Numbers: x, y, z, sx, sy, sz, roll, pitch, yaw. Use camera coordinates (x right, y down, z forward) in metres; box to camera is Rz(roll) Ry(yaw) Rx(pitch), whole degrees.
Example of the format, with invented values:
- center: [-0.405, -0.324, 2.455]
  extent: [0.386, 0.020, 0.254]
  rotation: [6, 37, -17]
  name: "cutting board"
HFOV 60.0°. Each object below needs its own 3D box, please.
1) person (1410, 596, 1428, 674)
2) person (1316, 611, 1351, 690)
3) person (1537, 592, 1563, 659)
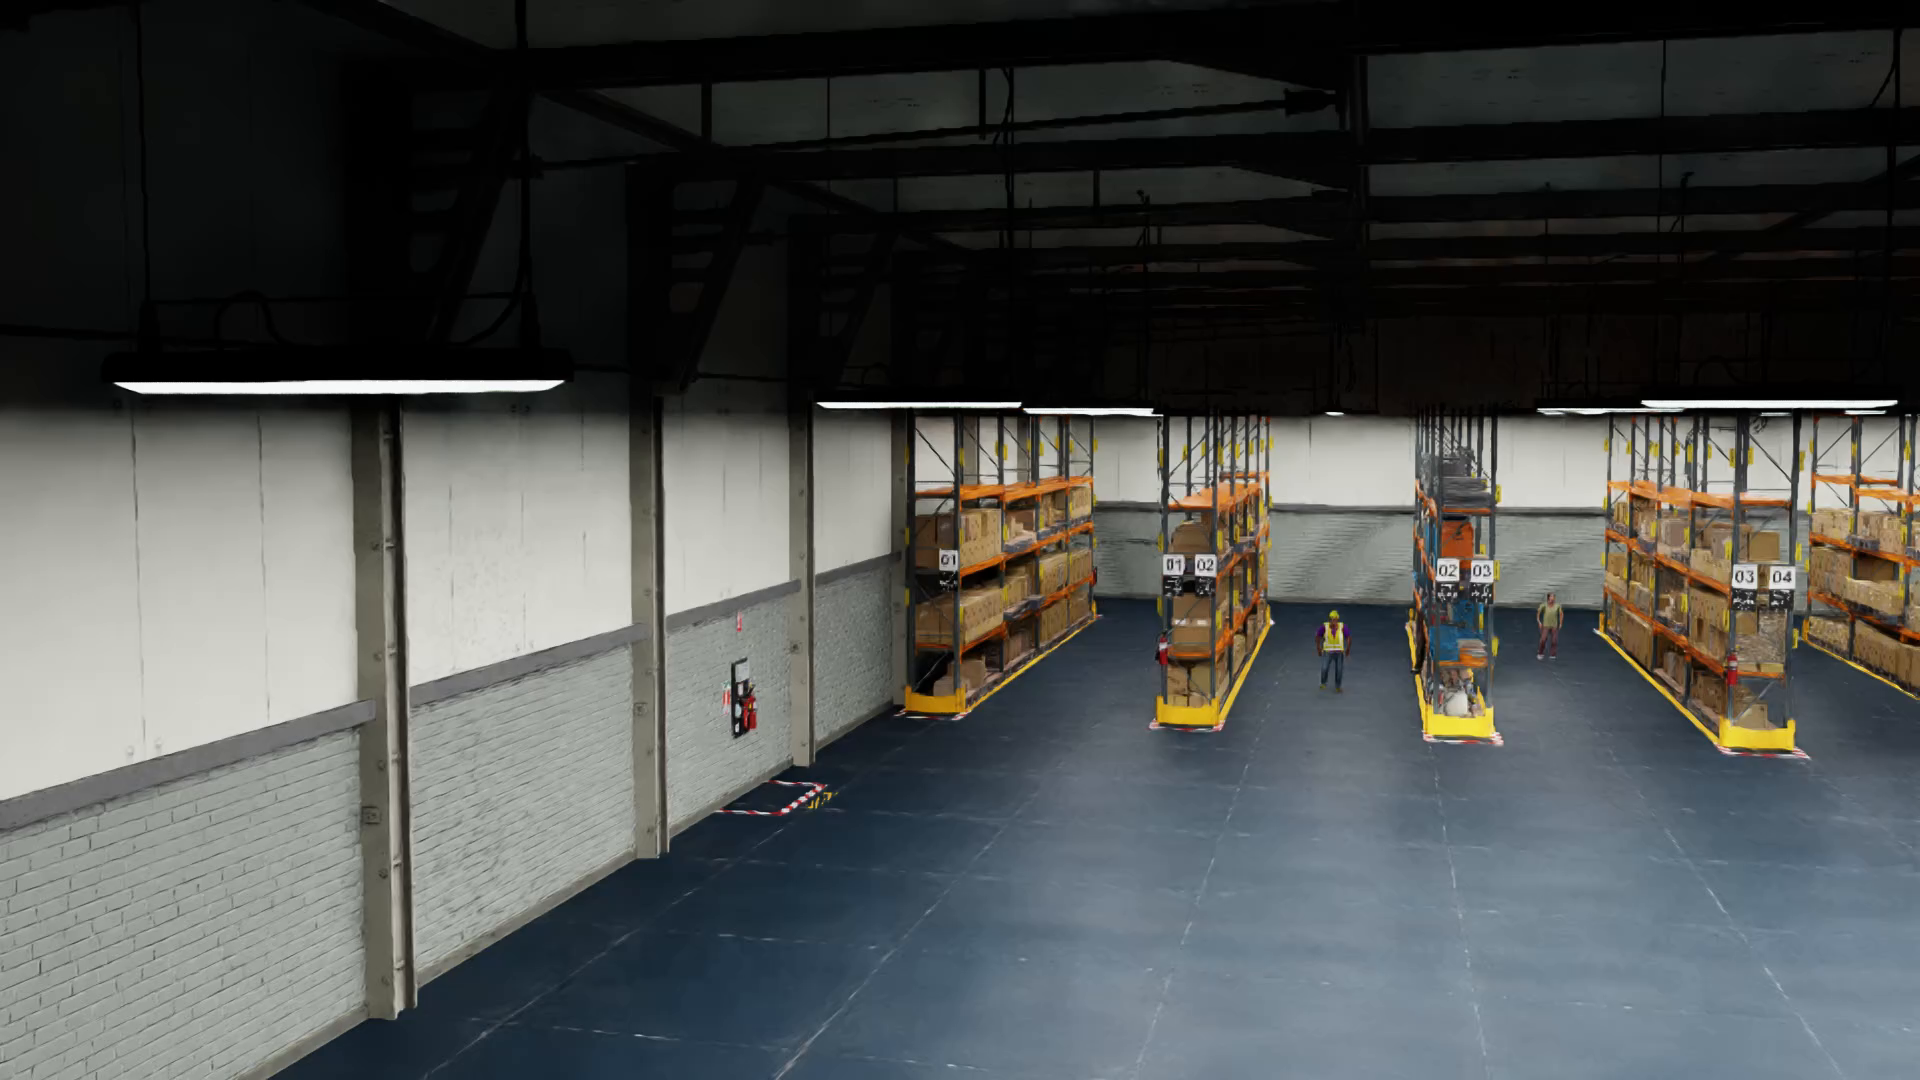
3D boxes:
- center: [10.412, 2.094, 36.892]
  extent: [0.633, 1.743, 1.048]
  rotation: [3, 5, 35]
  name: "person"
- center: [7.853, 2.326, 35.008]
  extent: [0.719, 1.714, 0.578]
  rotation: [1, 4, 11]
  name: "person"
- center: [14.036, 2.040, 39.587]
  extent: [0.598, 1.619, 0.507]
  rotation: [1, 4, 12]
  name: "person"
